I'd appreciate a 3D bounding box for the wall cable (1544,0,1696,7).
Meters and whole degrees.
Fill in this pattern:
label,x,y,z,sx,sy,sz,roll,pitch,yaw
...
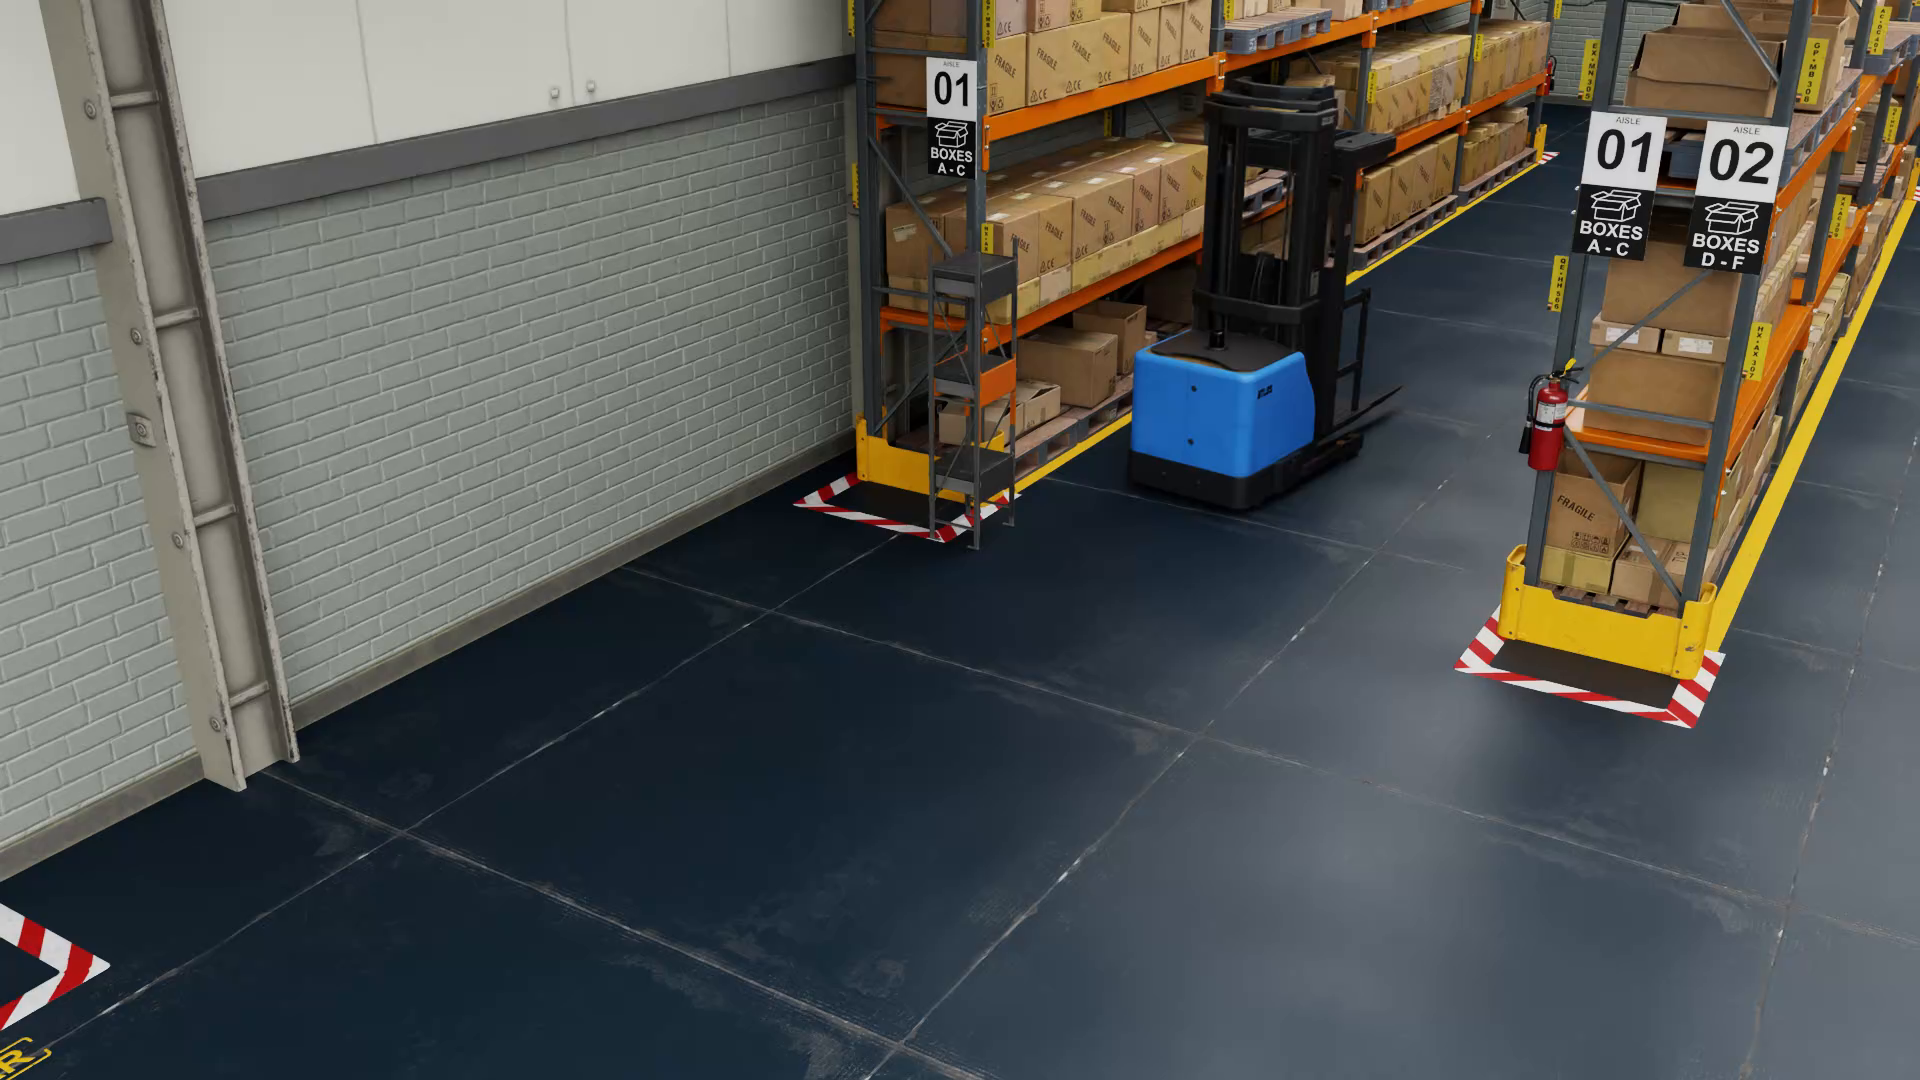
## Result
label,x,y,z,sx,sy,sz,roll,pitch,yaw
wall cable,11.452,-10.326,28.185,3.097,2.526,0.112,14,27,29

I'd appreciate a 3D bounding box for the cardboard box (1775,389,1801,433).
label,x,y,z,sx,sy,sz,roll,pitch,yaw
cardboard box,6.469,-1.092,13.430,0.500,0.250,0.500,13,27,28

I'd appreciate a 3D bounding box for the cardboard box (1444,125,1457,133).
label,x,y,z,sx,sy,sz,roll,pitch,yaw
cardboard box,6.706,-5.648,22.823,0.380,0.149,0.250,13,27,27

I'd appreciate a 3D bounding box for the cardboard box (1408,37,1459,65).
label,x,y,z,sx,sy,sz,roll,pitch,yaw
cardboard box,5.748,-5.968,20.291,0.500,0.250,0.500,15,27,30

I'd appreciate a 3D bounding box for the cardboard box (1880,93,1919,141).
label,x,y,z,sx,sy,sz,roll,pitch,yaw
cardboard box,10.766,-4.938,19.255,0.500,0.500,0.500,15,27,30

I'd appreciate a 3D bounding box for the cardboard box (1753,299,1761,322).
label,x,y,z,sx,sy,sz,roll,pitch,yaw
cardboard box,4.730,-1.416,10.304,0.380,0.149,0.250,13,27,28

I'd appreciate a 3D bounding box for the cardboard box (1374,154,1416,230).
label,x,y,z,sx,sy,sz,roll,pitch,yaw
cardboard box,4.912,-4.185,19.820,0.750,0.750,0.750,14,27,29

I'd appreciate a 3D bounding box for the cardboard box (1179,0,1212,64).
label,x,y,z,sx,sy,sz,roll,pitch,yaw
cardboard box,1.778,-4.323,14.033,0.500,0.500,0.500,15,27,30

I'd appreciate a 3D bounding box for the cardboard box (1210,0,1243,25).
label,x,y,z,sx,sy,sz,roll,pitch,yaw
cardboard box,2.192,-4.897,14.856,0.500,0.500,0.500,18,30,36

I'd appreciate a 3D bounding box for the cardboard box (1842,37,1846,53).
label,x,y,z,sx,sy,sz,roll,pitch,yaw
cardboard box,6.379,-3.784,12.599,0.500,0.250,0.500,17,29,34

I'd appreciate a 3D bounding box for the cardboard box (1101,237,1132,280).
label,x,y,z,sx,sy,sz,roll,pitch,yaw
cardboard box,1.057,-2.322,13.501,0.500,0.250,0.500,14,27,29

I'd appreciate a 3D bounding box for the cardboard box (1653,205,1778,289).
label,x,y,z,sx,sy,sz,roll,pitch,yaw
cardboard box,4.759,-1.890,10.582,0.700,0.500,0.500,14,27,29

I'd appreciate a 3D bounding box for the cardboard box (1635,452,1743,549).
label,x,y,z,sx,sy,sz,roll,pitch,yaw
cardboard box,4.670,-0.306,10.669,0.500,0.500,0.500,14,27,29

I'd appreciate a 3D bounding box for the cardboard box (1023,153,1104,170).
label,x,y,z,sx,sy,sz,roll,pitch,yaw
cardboard box,0.866,-2.943,13.992,0.500,0.500,0.500,15,27,30

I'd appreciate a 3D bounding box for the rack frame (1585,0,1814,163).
label,x,y,z,sx,sy,sz,roll,pitch,yaw
rack frame,3.936,-3.480,8.462,1.000,3.000,0.127,14,27,29

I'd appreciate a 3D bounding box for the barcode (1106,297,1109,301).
label,x,y,z,sx,sy,sz,roll,pitch,yaw
barcode,1.347,-2.184,15.209,0.001,0.075,0.075,14,27,29

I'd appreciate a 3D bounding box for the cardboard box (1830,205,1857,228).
label,x,y,z,sx,sy,sz,roll,pitch,yaw
cardboard box,7.916,-2.951,15.106,0.380,0.149,0.250,14,27,29

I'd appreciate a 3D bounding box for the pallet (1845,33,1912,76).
label,x,y,z,sx,sy,sz,roll,pitch,yaw
pallet,7.286,-4.091,13.887,1.003,0.211,1.213,15,28,31

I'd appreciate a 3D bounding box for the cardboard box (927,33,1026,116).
label,x,y,z,sx,sy,sz,roll,pitch,yaw
cardboard box,0.114,-3.256,11.569,0.500,0.500,0.500,15,27,30

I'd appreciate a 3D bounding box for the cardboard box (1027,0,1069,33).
label,x,y,z,sx,sy,sz,roll,pitch,yaw
cardboard box,0.442,-3.892,11.780,0.500,0.500,0.500,14,27,28

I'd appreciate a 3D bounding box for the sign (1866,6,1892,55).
label,x,y,z,sx,sy,sz,roll,pitch,yaw
sign,6.518,-3.612,11.791,0.100,0.325,0.005,14,27,29

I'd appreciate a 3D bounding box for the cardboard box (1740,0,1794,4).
label,x,y,z,sx,sy,sz,roll,pitch,yaw
cardboard box,5.556,-3.642,11.781,0.500,0.500,0.500,16,28,33

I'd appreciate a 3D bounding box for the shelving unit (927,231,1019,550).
label,x,y,z,sx,sy,sz,roll,pitch,yaw
shelving unit,0.088,-1.019,11.462,0.431,2.100,0.503,14,27,29

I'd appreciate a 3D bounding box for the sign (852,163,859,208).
label,x,y,z,sx,sy,sz,roll,pitch,yaw
sign,-0.736,-2.564,12.041,0.100,0.325,0.005,14,27,29

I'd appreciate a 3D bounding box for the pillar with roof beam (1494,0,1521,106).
label,x,y,z,sx,sy,sz,roll,pitch,yaw
pillar with roof beam,12.512,-10.108,23.771,9.100,9.000,0.400,14,27,29

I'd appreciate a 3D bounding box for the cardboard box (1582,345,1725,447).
label,x,y,z,sx,sy,sz,roll,pitch,yaw
cardboard box,4.193,-0.928,9.992,0.700,0.500,0.500,14,27,29

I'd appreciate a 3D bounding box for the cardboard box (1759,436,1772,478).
label,x,y,z,sx,sy,sz,roll,pitch,yaw
cardboard box,5.715,-0.639,12.383,0.500,0.250,0.500,14,27,29

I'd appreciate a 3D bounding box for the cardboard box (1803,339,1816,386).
label,x,y,z,sx,sy,sz,roll,pitch,yaw
cardboard box,6.744,-1.521,13.713,0.500,0.311,0.500,14,27,28

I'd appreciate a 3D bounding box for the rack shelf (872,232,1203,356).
label,x,y,z,sx,sy,sz,roll,pitch,yaw
rack shelf,0.780,-2.109,13.751,1.077,0.370,4.000,14,27,29

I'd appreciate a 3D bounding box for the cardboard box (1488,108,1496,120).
label,x,y,z,sx,sy,sz,roll,pitch,yaw
cardboard box,7.510,-6.163,24.012,0.380,0.149,0.250,14,27,29

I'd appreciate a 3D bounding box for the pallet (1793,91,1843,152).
label,x,y,z,sx,sy,sz,roll,pitch,yaw
pallet,4.973,-2.710,10.569,1.003,0.211,1.213,14,27,29

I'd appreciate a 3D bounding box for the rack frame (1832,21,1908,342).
label,x,y,z,sx,sy,sz,roll,pitch,yaw
rack frame,8.156,-3.427,15.891,1.000,3.000,0.127,14,27,29

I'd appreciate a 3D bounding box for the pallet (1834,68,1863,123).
label,x,y,z,sx,sy,sz,roll,pitch,yaw
pallet,5.618,-3.120,11.517,1.003,0.211,1.213,14,27,29

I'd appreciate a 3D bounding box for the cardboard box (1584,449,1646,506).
label,x,y,z,sx,sy,sz,roll,pitch,yaw
cardboard box,4.481,-0.586,11.317,0.500,0.500,0.500,14,27,29

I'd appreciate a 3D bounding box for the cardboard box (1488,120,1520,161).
label,x,y,z,sx,sy,sz,roll,pitch,yaw
cardboard box,7.617,-5.784,23.952,0.700,0.500,0.500,14,27,29

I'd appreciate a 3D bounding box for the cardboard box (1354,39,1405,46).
label,x,y,z,sx,sy,sz,roll,pitch,yaw
cardboard box,5.061,-5.901,20.136,0.500,0.250,0.500,13,27,27

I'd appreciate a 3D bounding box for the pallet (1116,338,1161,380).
label,x,y,z,sx,sy,sz,roll,pitch,yaw
pallet,1.511,-1.600,15.181,1.003,0.211,1.213,14,27,29

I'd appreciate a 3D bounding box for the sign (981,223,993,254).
label,x,y,z,sx,sy,sz,roll,pitch,yaw
sign,0.186,-2.048,11.615,0.100,0.325,0.005,14,27,29

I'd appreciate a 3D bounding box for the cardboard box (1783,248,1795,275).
label,x,y,z,sx,sy,sz,roll,pitch,yaw
cardboard box,5.546,-1.941,11.516,0.380,0.149,0.250,14,27,29

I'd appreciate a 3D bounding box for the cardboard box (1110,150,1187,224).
label,x,y,z,sx,sy,sz,roll,pitch,yaw
cardboard box,1.590,-3.005,14.134,0.500,0.500,0.500,14,27,29

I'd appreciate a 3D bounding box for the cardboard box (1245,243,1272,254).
label,x,y,z,sx,sy,sz,roll,pitch,yaw
cardboard box,2.743,-2.769,16.964,0.700,0.500,0.500,14,27,30

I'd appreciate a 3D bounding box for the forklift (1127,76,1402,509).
label,x,y,z,sx,sy,sz,roll,pitch,yaw
forklift,2.587,-2.086,12.879,1.130,2.935,3.031,18,29,35

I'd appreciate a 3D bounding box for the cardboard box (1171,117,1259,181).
label,x,y,z,sx,sy,sz,roll,pitch,yaw
cardboard box,2.434,-3.714,15.873,0.700,0.500,0.500,17,29,34

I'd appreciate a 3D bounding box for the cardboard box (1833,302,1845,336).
label,x,y,z,sx,sy,sz,roll,pitch,yaw
cardboard box,8.085,-2.129,15.826,0.500,0.250,0.500,15,27,30

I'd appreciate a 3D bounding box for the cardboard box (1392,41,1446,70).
label,x,y,z,sx,sy,sz,roll,pitch,yaw
cardboard box,5.479,-5.796,19.893,0.500,0.250,0.500,14,27,30

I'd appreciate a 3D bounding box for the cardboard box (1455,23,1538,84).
label,x,y,z,sx,sy,sz,roll,pitch,yaw
cardboard box,7.530,-6.880,23.489,0.980,0.700,0.700,14,27,29

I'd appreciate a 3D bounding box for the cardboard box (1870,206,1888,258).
label,x,y,z,sx,sy,sz,roll,pitch,yaw
cardboard box,9.981,-3.440,18.514,0.500,0.500,0.500,14,27,29

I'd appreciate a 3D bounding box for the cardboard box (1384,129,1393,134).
label,x,y,z,sx,sy,sz,roll,pitch,yaw
cardboard box,4.668,-4.576,18.835,0.380,0.149,0.250,15,27,31

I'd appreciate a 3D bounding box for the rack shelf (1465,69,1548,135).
label,x,y,z,sx,sy,sz,roll,pitch,yaw
rack shelf,7.110,-6.159,23.107,1.077,0.370,4.000,14,27,29

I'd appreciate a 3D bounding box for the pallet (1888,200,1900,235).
label,x,y,z,sx,sy,sz,roll,pitch,yaw
pallet,11.271,-4.143,21.054,1.003,0.211,1.213,14,27,29

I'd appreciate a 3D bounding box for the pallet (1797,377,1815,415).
label,x,y,z,sx,sy,sz,roll,pitch,yaw
pallet,7.044,-1.468,14.875,1.003,0.211,1.213,14,27,29

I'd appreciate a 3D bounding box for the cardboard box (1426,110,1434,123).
label,x,y,z,sx,sy,sz,roll,pitch,yaw
cardboard box,5.555,-5.196,20.269,0.380,0.149,0.250,14,27,29

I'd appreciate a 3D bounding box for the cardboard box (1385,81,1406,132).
label,x,y,z,sx,sy,sz,roll,pitch,yaw
cardboard box,4.703,-4.941,18.862,0.500,0.500,0.500,15,28,31

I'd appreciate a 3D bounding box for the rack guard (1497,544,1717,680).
label,x,y,z,sx,sy,sz,roll,pitch,yaw
rack guard,3.923,0.428,10.132,1.175,0.500,0.348,14,27,29

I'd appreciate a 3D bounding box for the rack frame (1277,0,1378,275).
label,x,y,z,sx,sy,sz,roll,pitch,yaw
rack frame,3.945,-4.464,18.286,1.000,3.000,0.127,14,27,29

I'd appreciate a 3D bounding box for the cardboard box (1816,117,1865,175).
label,x,y,z,sx,sy,sz,roll,pitch,yaw
cardboard box,8.392,-3.902,16.333,0.700,0.500,0.500,5,24,11

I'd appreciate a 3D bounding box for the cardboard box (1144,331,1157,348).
label,x,y,z,sx,sy,sz,roll,pitch,yaw
cardboard box,1.579,-1.829,15.212,0.380,0.166,0.250,10,25,22
